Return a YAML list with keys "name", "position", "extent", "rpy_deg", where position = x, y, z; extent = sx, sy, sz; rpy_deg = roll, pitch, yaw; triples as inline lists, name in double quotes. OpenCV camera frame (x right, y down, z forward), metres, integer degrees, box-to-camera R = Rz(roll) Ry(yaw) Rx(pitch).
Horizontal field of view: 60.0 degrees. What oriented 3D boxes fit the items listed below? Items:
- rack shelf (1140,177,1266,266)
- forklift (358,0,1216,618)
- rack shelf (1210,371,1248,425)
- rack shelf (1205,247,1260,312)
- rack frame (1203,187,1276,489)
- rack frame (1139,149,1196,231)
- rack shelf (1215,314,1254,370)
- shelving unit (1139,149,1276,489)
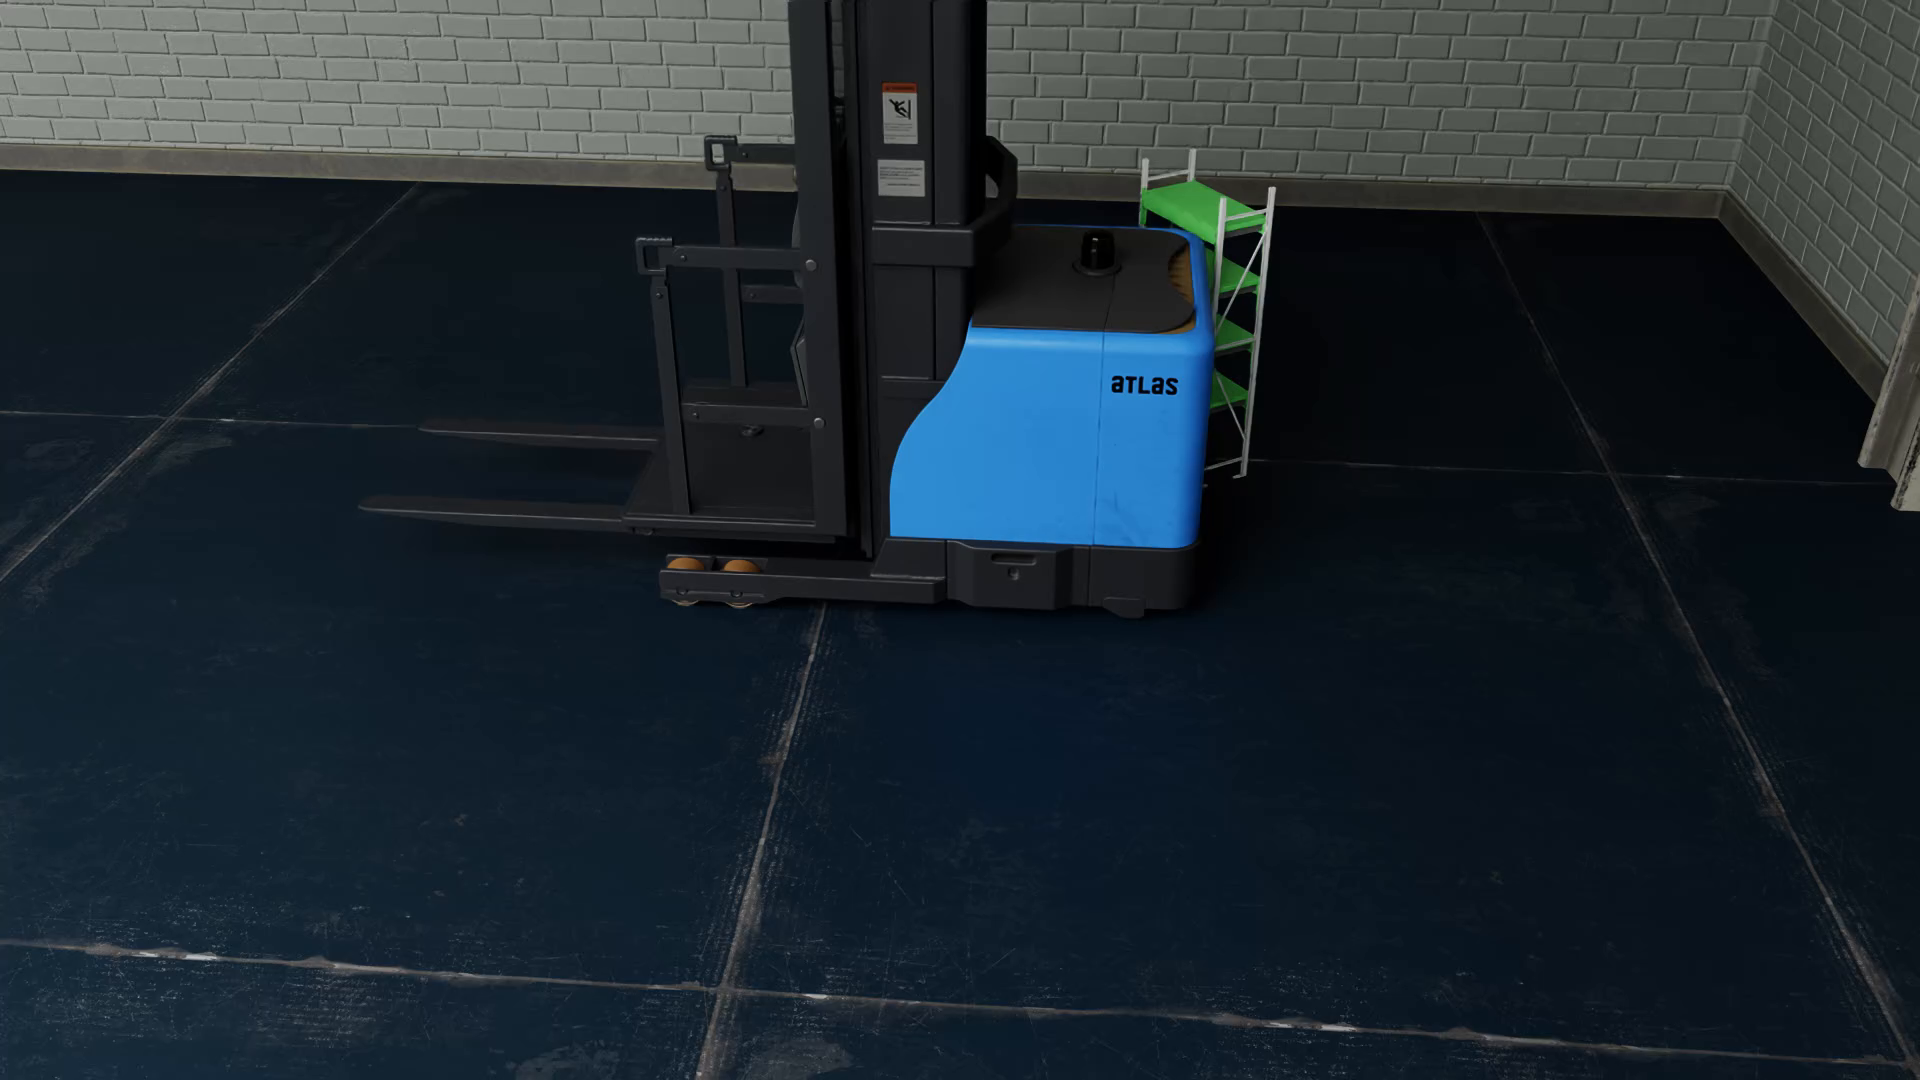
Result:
- name: "rack shelf"
  position: [0.920, -1.207, 6.272]
  extent: [0.258, 0.148, 0.480]
  rpy_deg: [-16, 35, -25]
- name: "forklift"
  position: [-0.646, -1.283, 5.538]
  extent: [3.031, 2.935, 1.130]
  rpy_deg: [3, 32, 4]
- name: "rack shelf"
  position: [0.920, -0.594, 6.650]
  extent: [0.258, 0.148, 0.480]
  rpy_deg: [-16, 35, -25]
- name: "rack shelf"
  position: [0.920, -1.003, 6.398]
  extent: [0.258, 0.148, 0.480]
  rpy_deg: [-16, 35, -25]
- name: "rack frame"
  position: [1.039, -0.741, 6.309]
  extent: [0.240, 1.200, 0.015]
  rpy_deg: [-16, 35, -25]
- name: "rack frame"
  position: [0.801, -0.965, 6.672]
  extent: [0.240, 1.200, 0.015]
  rpy_deg: [-16, 35, -25]
- name: "rack shelf"
  position: [0.920, -0.798, 6.524]
  extent: [0.258, 0.148, 0.480]
  rpy_deg: [-16, 35, -25]
- name: "shelving unit"
  position: [0.920, -0.853, 6.490]
  extent: [0.258, 1.200, 0.503]
  rpy_deg: [-16, 35, -25]
